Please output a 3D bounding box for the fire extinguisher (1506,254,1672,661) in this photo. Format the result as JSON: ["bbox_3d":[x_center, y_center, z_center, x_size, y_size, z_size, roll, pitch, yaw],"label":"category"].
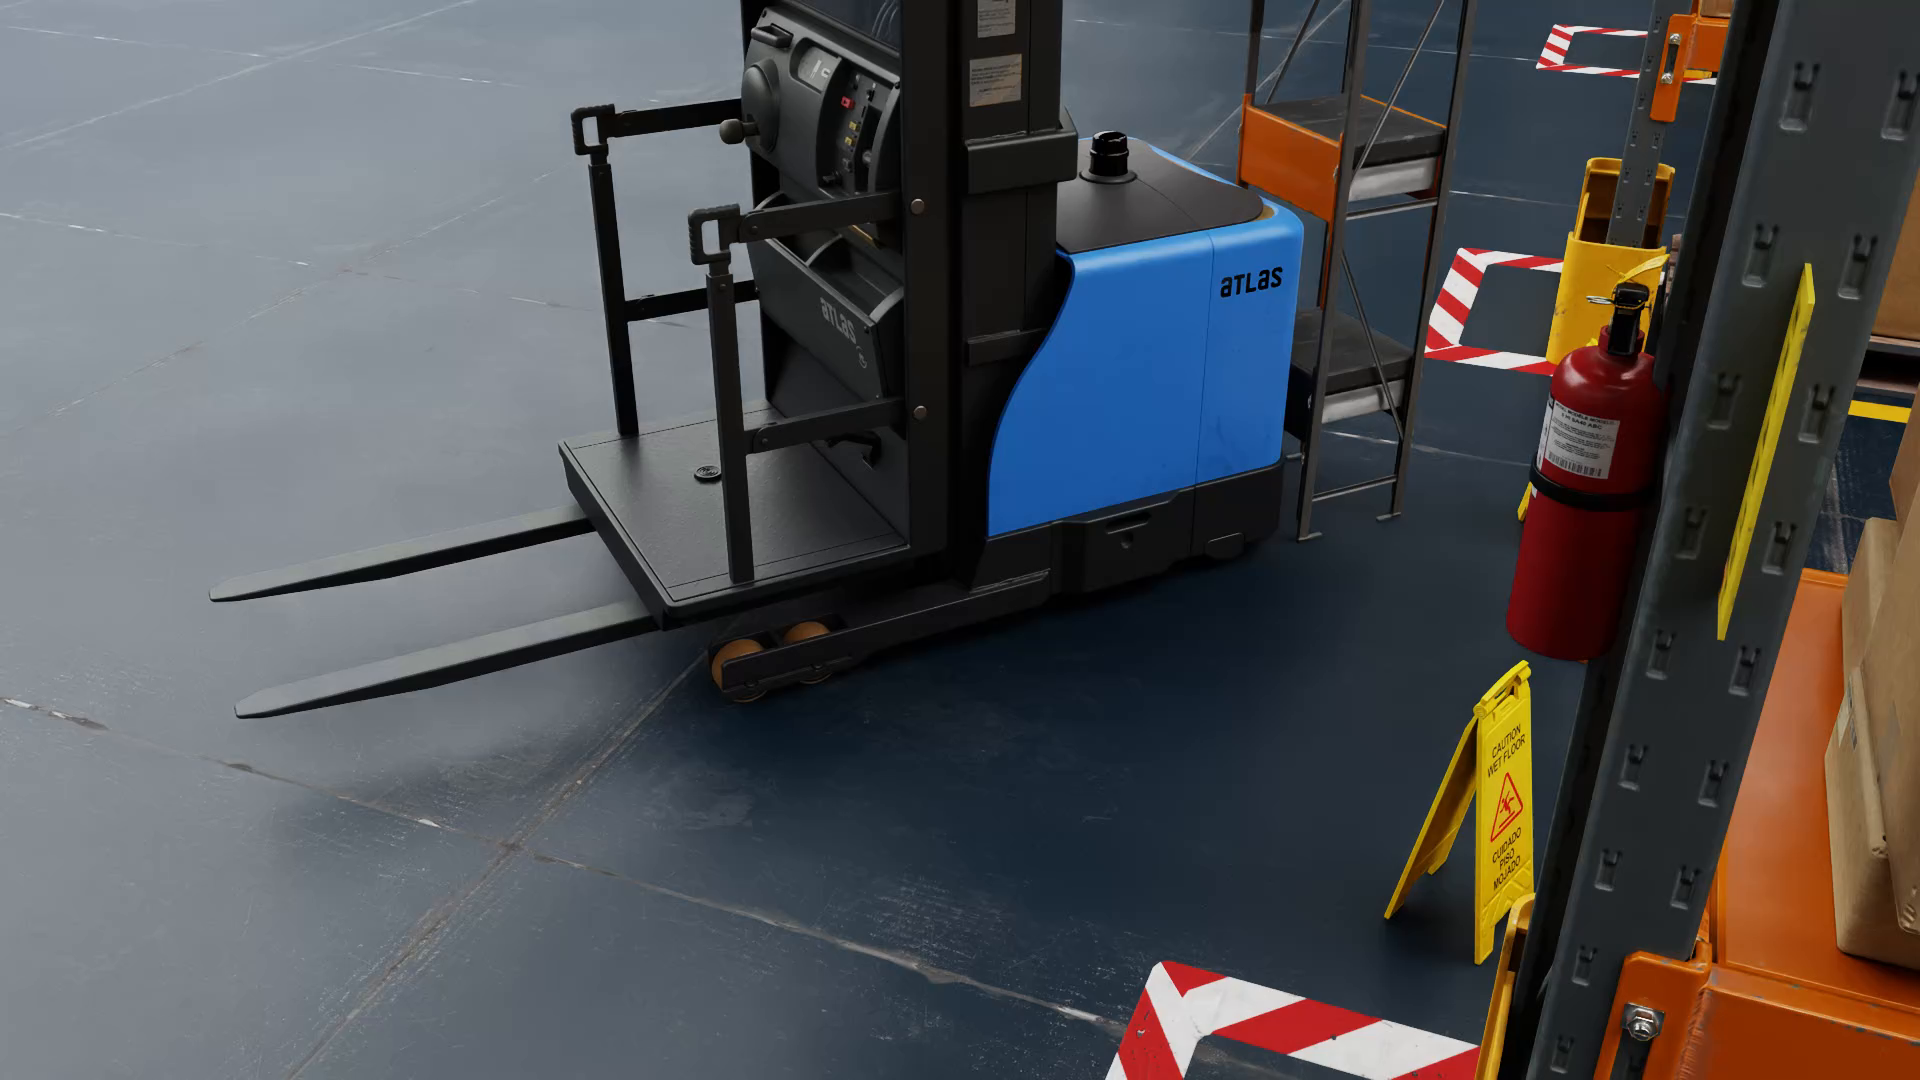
[{"bbox_3d":[0.971,-0.141,2.529,0.183,0.674,0.296,11,31,19],"label":"fire extinguisher"}]

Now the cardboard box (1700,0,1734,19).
[{"bbox_3d":[3.032,-2.236,6.005,0.550,0.550,0.875,11,31,19],"label":"cardboard box"}]

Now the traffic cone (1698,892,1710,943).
[{"bbox_3d":[1.787,0.653,3.625,0.334,0.463,0.336,11,31,19],"label":"traffic cone"}]

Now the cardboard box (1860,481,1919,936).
[{"bbox_3d":[1.239,0.098,1.624,0.500,0.500,0.500,11,31,18],"label":"cardboard box"}]

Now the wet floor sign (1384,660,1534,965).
[{"bbox_3d":[1.130,0.559,3.605,0.232,0.644,0.267,24,37,36],"label":"wet floor sign"}]

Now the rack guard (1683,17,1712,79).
[{"bbox_3d":[4.700,-3.359,10.685,0.348,0.500,1.175,11,31,19],"label":"rack guard"}]

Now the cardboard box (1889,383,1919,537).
[{"bbox_3d":[1.510,-0.141,2.047,0.500,0.500,0.500,11,31,18],"label":"cardboard box"}]

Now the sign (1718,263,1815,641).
[{"bbox_3d":[0.700,-0.072,1.450,0.005,0.325,0.100,11,31,19],"label":"sign"}]

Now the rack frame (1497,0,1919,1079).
[{"bbox_3d":[0.903,0.059,2.098,0.053,2.616,0.949,11,31,19],"label":"rack frame"}]

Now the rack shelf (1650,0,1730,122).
[{"bbox_3d":[4.525,-1.535,5.649,4.000,0.370,1.077,11,31,19],"label":"rack shelf"}]

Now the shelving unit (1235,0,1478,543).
[{"bbox_3d":[1.138,-1.059,4.988,0.431,2.100,0.503,-13,32,-22],"label":"shelving unit"}]

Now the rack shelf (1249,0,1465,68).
[{"bbox_3d":[1.139,-1.656,4.649,0.431,0.518,0.480,-13,32,-22],"label":"rack shelf"}]

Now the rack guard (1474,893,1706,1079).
[{"bbox_3d":[0.974,1.159,2.691,0.348,0.500,1.175,11,31,19],"label":"rack guard"}]

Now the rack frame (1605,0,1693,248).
[{"bbox_3d":[2.671,-2.219,6.127,0.127,3.000,1.000,11,31,19],"label":"rack frame"}]

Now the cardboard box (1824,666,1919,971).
[{"bbox_3d":[1.141,0.324,1.884,0.250,0.149,0.380,11,31,19],"label":"cardboard box"}]

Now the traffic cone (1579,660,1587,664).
[{"bbox_3d":[1.890,0.084,4.631,0.334,0.463,0.336,11,31,19],"label":"traffic cone"}]

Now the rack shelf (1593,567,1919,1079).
[{"bbox_3d":[2.757,0.740,1.623,4.000,0.370,1.077,11,31,19],"label":"rack shelf"}]

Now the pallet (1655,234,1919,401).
[{"bbox_3d":[3.442,-0.892,6.614,1.213,0.211,1.003,11,31,19],"label":"pallet"}]

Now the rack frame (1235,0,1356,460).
[{"bbox_3d":[1.032,-1.167,5.179,0.400,2.100,0.015,-13,32,-22],"label":"rack frame"}]

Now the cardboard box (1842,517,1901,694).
[{"bbox_3d":[1.331,0.138,2.213,0.250,0.149,0.380,12,32,21],"label":"cardboard box"}]

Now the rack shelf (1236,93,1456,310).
[{"bbox_3d":[1.138,-1.047,4.994,0.431,0.518,0.480,-13,32,-22],"label":"rack shelf"}]

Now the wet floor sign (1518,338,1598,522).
[{"bbox_3d":[1.900,-0.296,5.118,0.232,0.644,0.267,6,30,11],"label":"wet floor sign"}]

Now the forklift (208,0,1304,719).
[{"bbox_3d":[-0.557,-1.136,4.281,3.031,2.935,1.130,-14,32,-23],"label":"forklift"}]

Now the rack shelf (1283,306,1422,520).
[{"bbox_3d":[1.137,-0.438,5.340,0.431,0.518,0.480,-13,32,-22],"label":"rack shelf"}]

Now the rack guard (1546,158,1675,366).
[{"bbox_3d":[2.649,-1.135,6.750,0.348,0.500,1.175,11,31,19],"label":"rack guard"}]

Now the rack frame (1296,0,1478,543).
[{"bbox_3d":[1.244,-0.950,4.797,0.400,2.100,0.015,-13,32,-22],"label":"rack frame"}]

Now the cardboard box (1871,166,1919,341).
[{"bbox_3d":[3.325,-1.381,6.378,0.875,0.875,0.875,11,31,19],"label":"cardboard box"}]
